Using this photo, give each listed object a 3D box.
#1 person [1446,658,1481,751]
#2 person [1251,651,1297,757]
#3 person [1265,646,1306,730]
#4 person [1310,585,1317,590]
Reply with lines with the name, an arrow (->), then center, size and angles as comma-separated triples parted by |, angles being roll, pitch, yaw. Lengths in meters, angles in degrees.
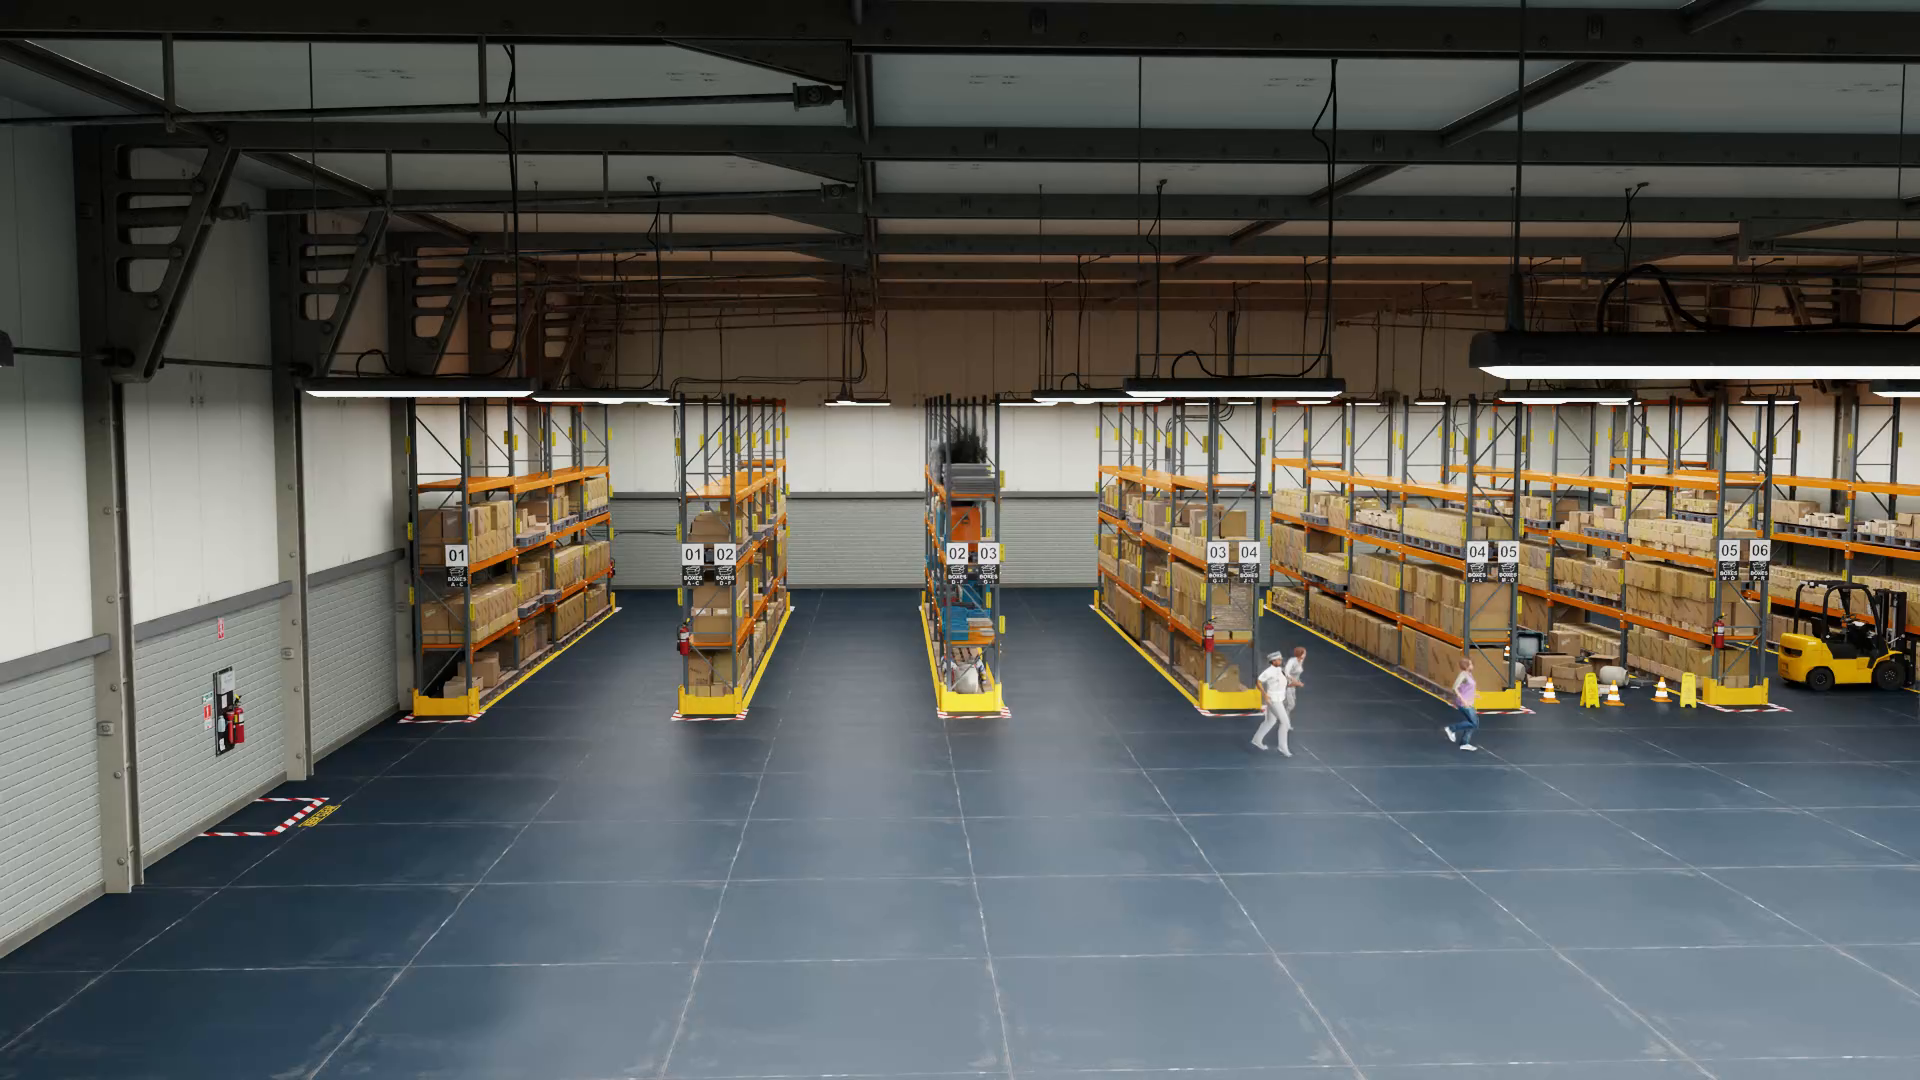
person -> 8.447, 2.747, 27.877 | 0.556, 1.552, 0.529 | 2, 5, 29
person -> 5.193, 2.703, 27.532 | 0.778, 1.757, 0.549 | 2, 5, 24
person -> 5.854, 2.638, 29.792 | 0.802, 1.522, 0.557 | 3, 6, 37
person -> 10.278, 1.049, 48.840 | 0.637, 1.630, 0.565 | -3, 6, -35
